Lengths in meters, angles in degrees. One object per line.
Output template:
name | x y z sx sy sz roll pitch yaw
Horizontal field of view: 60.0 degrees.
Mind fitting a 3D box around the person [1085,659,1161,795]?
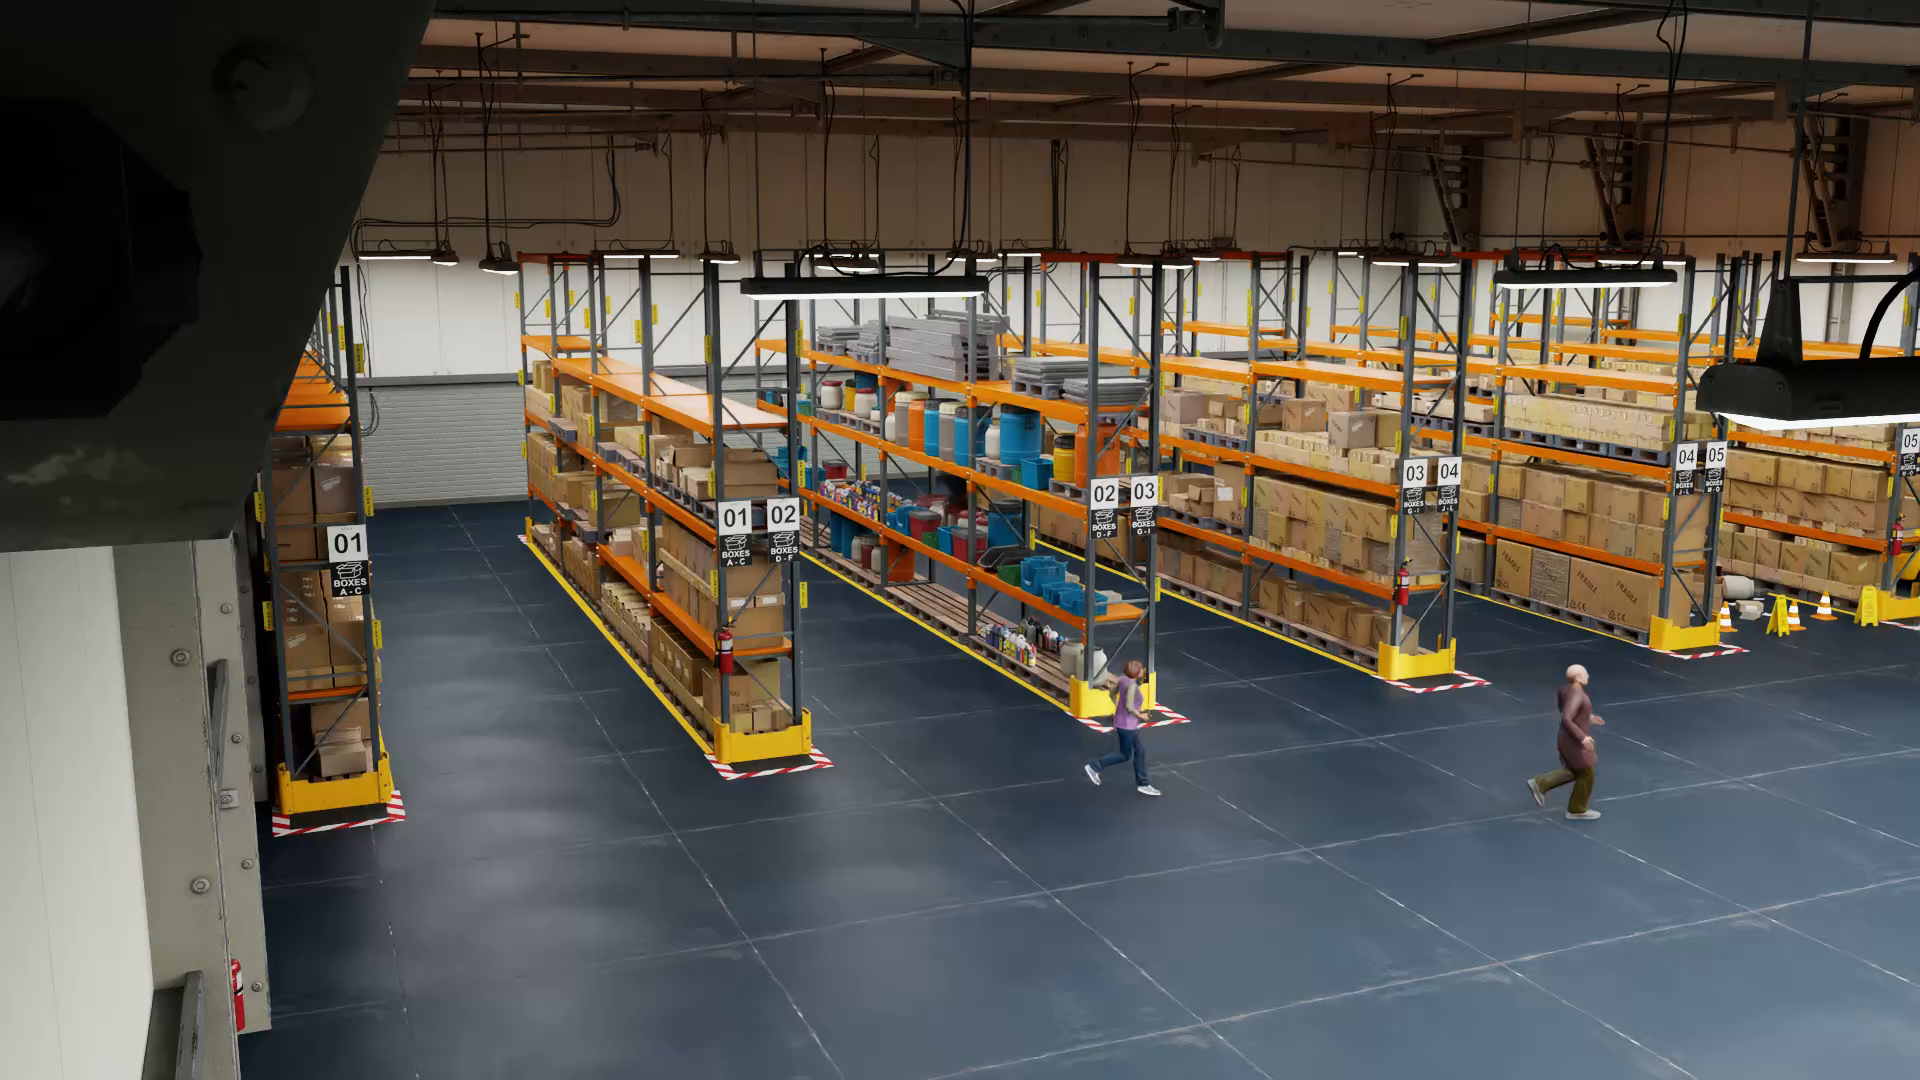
person | 1.863 2.142 18.979 0.878 1.589 0.565 -1 10 -5

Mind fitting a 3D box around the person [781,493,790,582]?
person | -3.034 -0.008 29.087 0.525 1.644 0.701 -6 12 -29

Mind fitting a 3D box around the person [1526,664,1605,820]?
person | 6.666 2.205 18.130 0.737 1.742 0.709 1 10 7
